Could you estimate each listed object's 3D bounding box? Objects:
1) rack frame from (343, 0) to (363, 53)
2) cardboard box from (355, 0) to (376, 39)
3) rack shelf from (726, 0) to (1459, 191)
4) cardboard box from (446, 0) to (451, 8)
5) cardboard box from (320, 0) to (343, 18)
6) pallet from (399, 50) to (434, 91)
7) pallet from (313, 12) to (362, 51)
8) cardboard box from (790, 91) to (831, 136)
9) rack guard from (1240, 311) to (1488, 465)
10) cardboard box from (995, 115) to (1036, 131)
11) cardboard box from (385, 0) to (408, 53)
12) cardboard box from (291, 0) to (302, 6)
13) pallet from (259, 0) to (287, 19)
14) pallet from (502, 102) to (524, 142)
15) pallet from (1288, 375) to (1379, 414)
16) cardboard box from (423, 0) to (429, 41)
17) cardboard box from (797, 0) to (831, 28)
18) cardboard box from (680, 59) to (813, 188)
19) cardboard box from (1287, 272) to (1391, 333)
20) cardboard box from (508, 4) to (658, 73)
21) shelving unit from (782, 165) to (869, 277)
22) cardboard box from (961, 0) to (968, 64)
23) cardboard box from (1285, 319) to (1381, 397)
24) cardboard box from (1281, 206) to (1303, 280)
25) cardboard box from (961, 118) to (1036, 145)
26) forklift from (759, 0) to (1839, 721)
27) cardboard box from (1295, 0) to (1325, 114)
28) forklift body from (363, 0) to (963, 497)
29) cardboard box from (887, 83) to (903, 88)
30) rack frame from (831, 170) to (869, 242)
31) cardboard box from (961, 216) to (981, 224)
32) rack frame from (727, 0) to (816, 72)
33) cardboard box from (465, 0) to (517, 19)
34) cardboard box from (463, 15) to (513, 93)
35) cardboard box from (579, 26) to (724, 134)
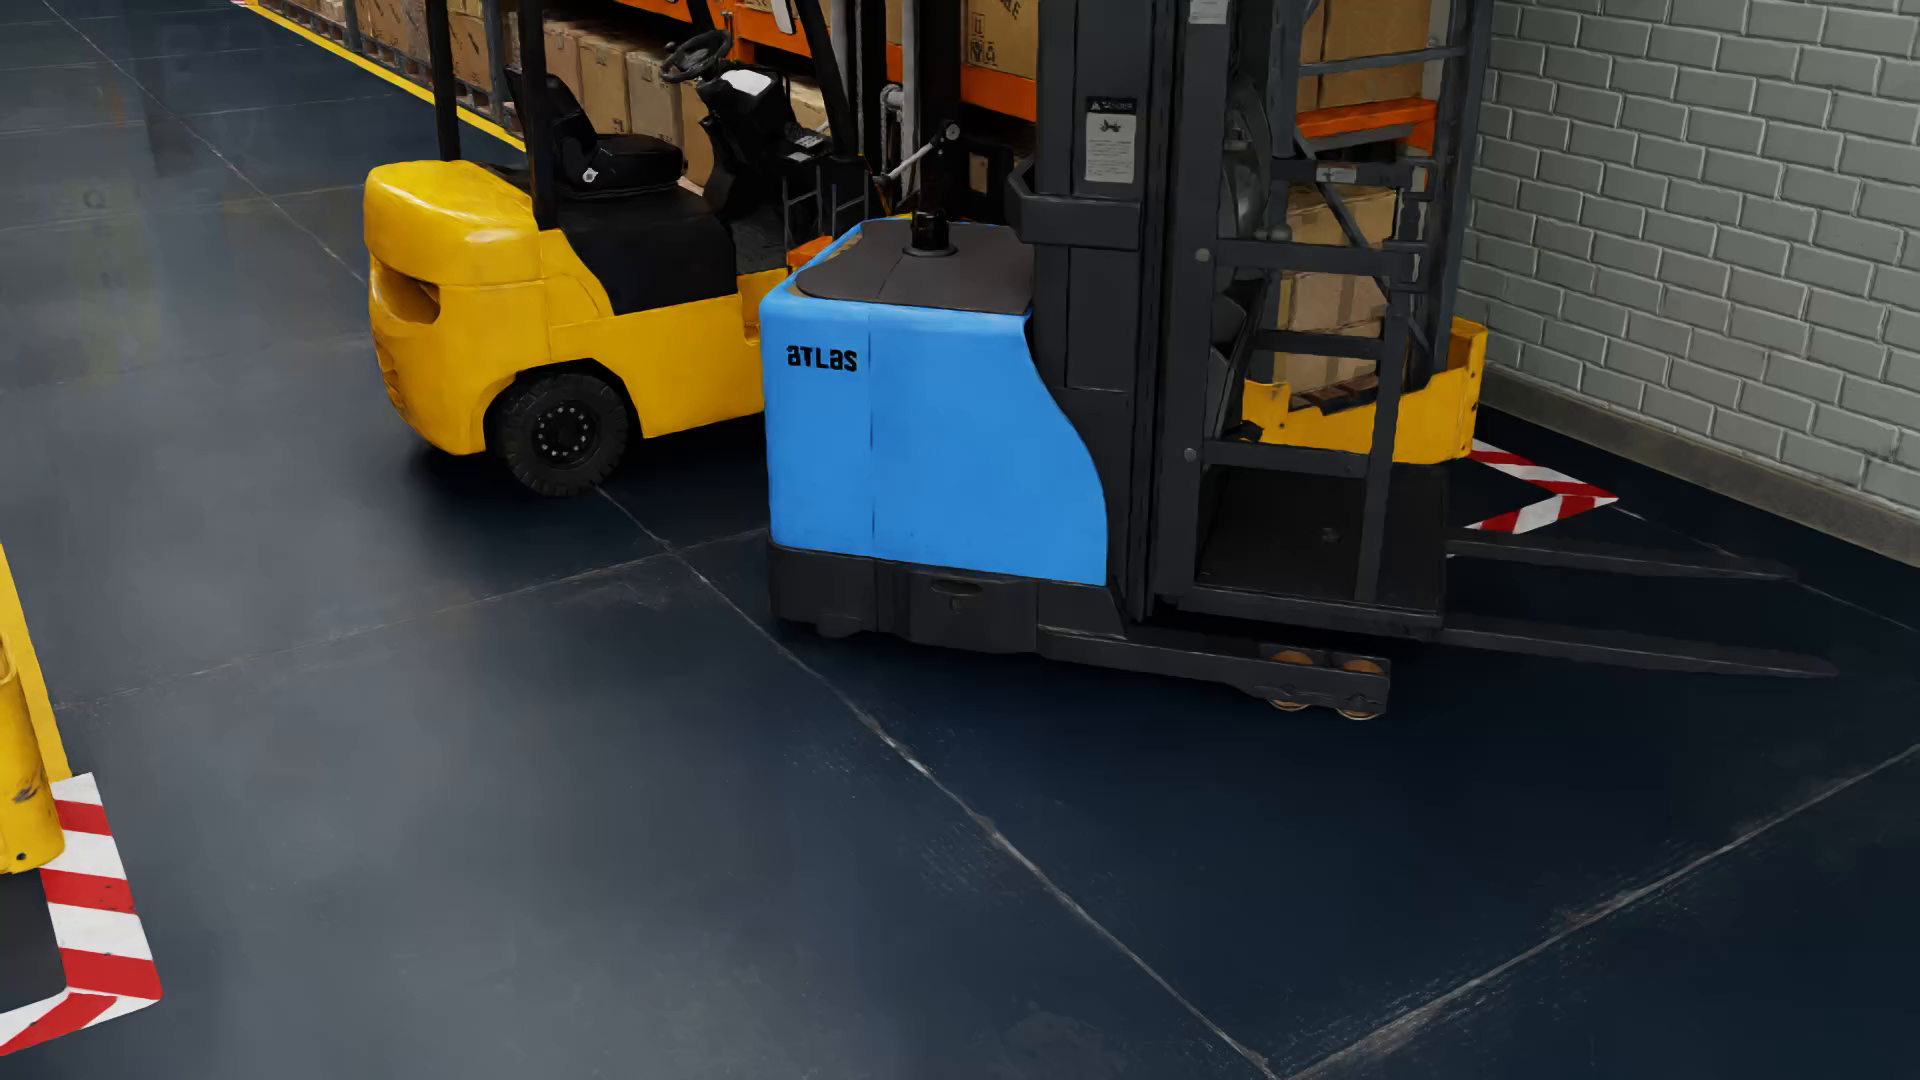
[{"bbox_3d":[-5.131,-5.923,14.782,1.000,3.000,0.127,-16,29,-30],"label":"rack frame"},{"bbox_3d":[-5.055,-4.757,14.749,0.500,0.500,0.500,-14,29,-27],"label":"cardboard box"},{"bbox_3d":[0.328,-2.021,7.359,1.077,0.370,4.000,-16,29,-30],"label":"rack shelf"},{"bbox_3d":[-3.711,-4.157,12.719,0.380,0.149,0.250,-17,30,-31],"label":"cardboard box"},{"bbox_3d":[-5.876,-5.135,15.824,0.396,0.266,0.258,-14,29,-28],"label":"cardboard box"},{"bbox_3d":[-3.985,-3.943,13.855,1.003,0.211,1.213,-16,29,-30],"label":"pallet"},{"bbox_3d":[-5.505,-4.908,15.899,1.003,0.211,1.213,-16,29,-30],"label":"pallet"},{"bbox_3d":[-0.492,-2.029,8.091,0.500,0.250,0.500,-15,29,-29],"label":"cardboard box"},{"bbox_3d":[1.433,-0.492,6.206,1.175,0.500,0.348,-16,29,-30],"label":"rack guard"},{"bbox_3d":[0.503,-1.789,7.585,0.500,0.250,0.500,-16,30,-31],"label":"cardboard box"},{"bbox_3d":[-4.487,-4.389,13.970,0.500,0.500,0.500,-17,30,-31],"label":"cardboard box"},{"bbox_3d":[-6.421,-5.645,16.630,0.500,0.500,0.500,-15,29,-29],"label":"cardboard box"},{"bbox_3d":[-6.837,-5.780,17.747,1.003,0.211,1.213,-16,29,-30],"label":"pallet"},{"bbox_3d":[-2.530,-2.928,11.704,1.003,0.211,1.213,-16,29,-30],"label":"pallet"},{"bbox_3d":[0.968,-0.633,6.844,1.003,0.211,1.213,-16,29,-30],"label":"pallet"},{"bbox_3d":[-3.910,-4.021,13.190,0.500,0.500,0.500,-14,29,-27],"label":"cardboard box"},{"bbox_3d":[-0.442,-2.705,7.848,0.500,0.500,0.500,-15,29,-29],"label":"cardboard box"},{"bbox_3d":[-1.058,-2.361,9.528,0.875,0.625,0.625,-14,29,-27],"label":"cardboard box"},{"bbox_3d":[1.337,-1.020,6.540,0.500,0.250,0.500,-15,29,-29],"label":"cardboard box"},{"bbox_3d":[-2.618,-3.382,11.690,0.875,0.625,0.625,-15,29,-28],"label":"cardboard box"},{"bbox_3d":[-0.444,-0.662,5.747,0.189,1.200,0.258,11,28,23],"label":"shelving unit"},{"bbox_3d":[0.092,-2.339,7.074,0.500,0.500,0.500,-15,29,-29],"label":"cardboard box"},{"bbox_3d":[1.316,-0.798,6.656,0.500,0.250,0.500,-15,29,-29],"label":"cardboard box"},{"bbox_3d":[0.907,-1.121,6.169,0.500,0.250,0.500,-14,29,-28],"label":"cardboard box"},{"bbox_3d":[0.070,-1.664,7.318,0.500,0.250,0.500,-16,30,-31],"label":"cardboard box"},{"bbox_3d":[0.987,-1.070,4.584,3.031,2.935,1.130,7,26,14],"label":"forklift"},{"bbox_3d":[0.931,-1.791,5.912,0.500,0.500,0.500,-16,30,-31],"label":"cardboard box"},{"bbox_3d":[-1.144,-1.500,6.408,2.313,2.155,1.214,-16,29,-30],"label":"forklift body"},{"bbox_3d":[-0.044,-2.151,8.351,0.500,0.250,0.500,-16,30,-30],"label":"cardboard box"},{"bbox_3d":[-0.361,-0.645,5.712,0.006,1.200,0.240,11,28,23],"label":"rack frame"},{"bbox_3d":[0.328,-1.266,7.062,0.500,0.250,0.500,-16,30,-31],"label":"cardboard box"},{"bbox_3d":[-0.764,-3.061,8.721,1.000,3.000,0.127,-16,29,-30],"label":"rack frame"},{"bbox_3d":[-3.429,-3.963,12.306,0.380,0.149,0.250,-17,30,-32],"label":"cardboard box"},{"bbox_3d":[-3.358,-3.653,12.410,0.500,0.500,0.500,-15,29,-28],"label":"cardboard box"},{"bbox_3d":[-1.887,-2.909,10.689,0.875,0.625,0.625,-17,30,-32],"label":"cardboard box"}]
